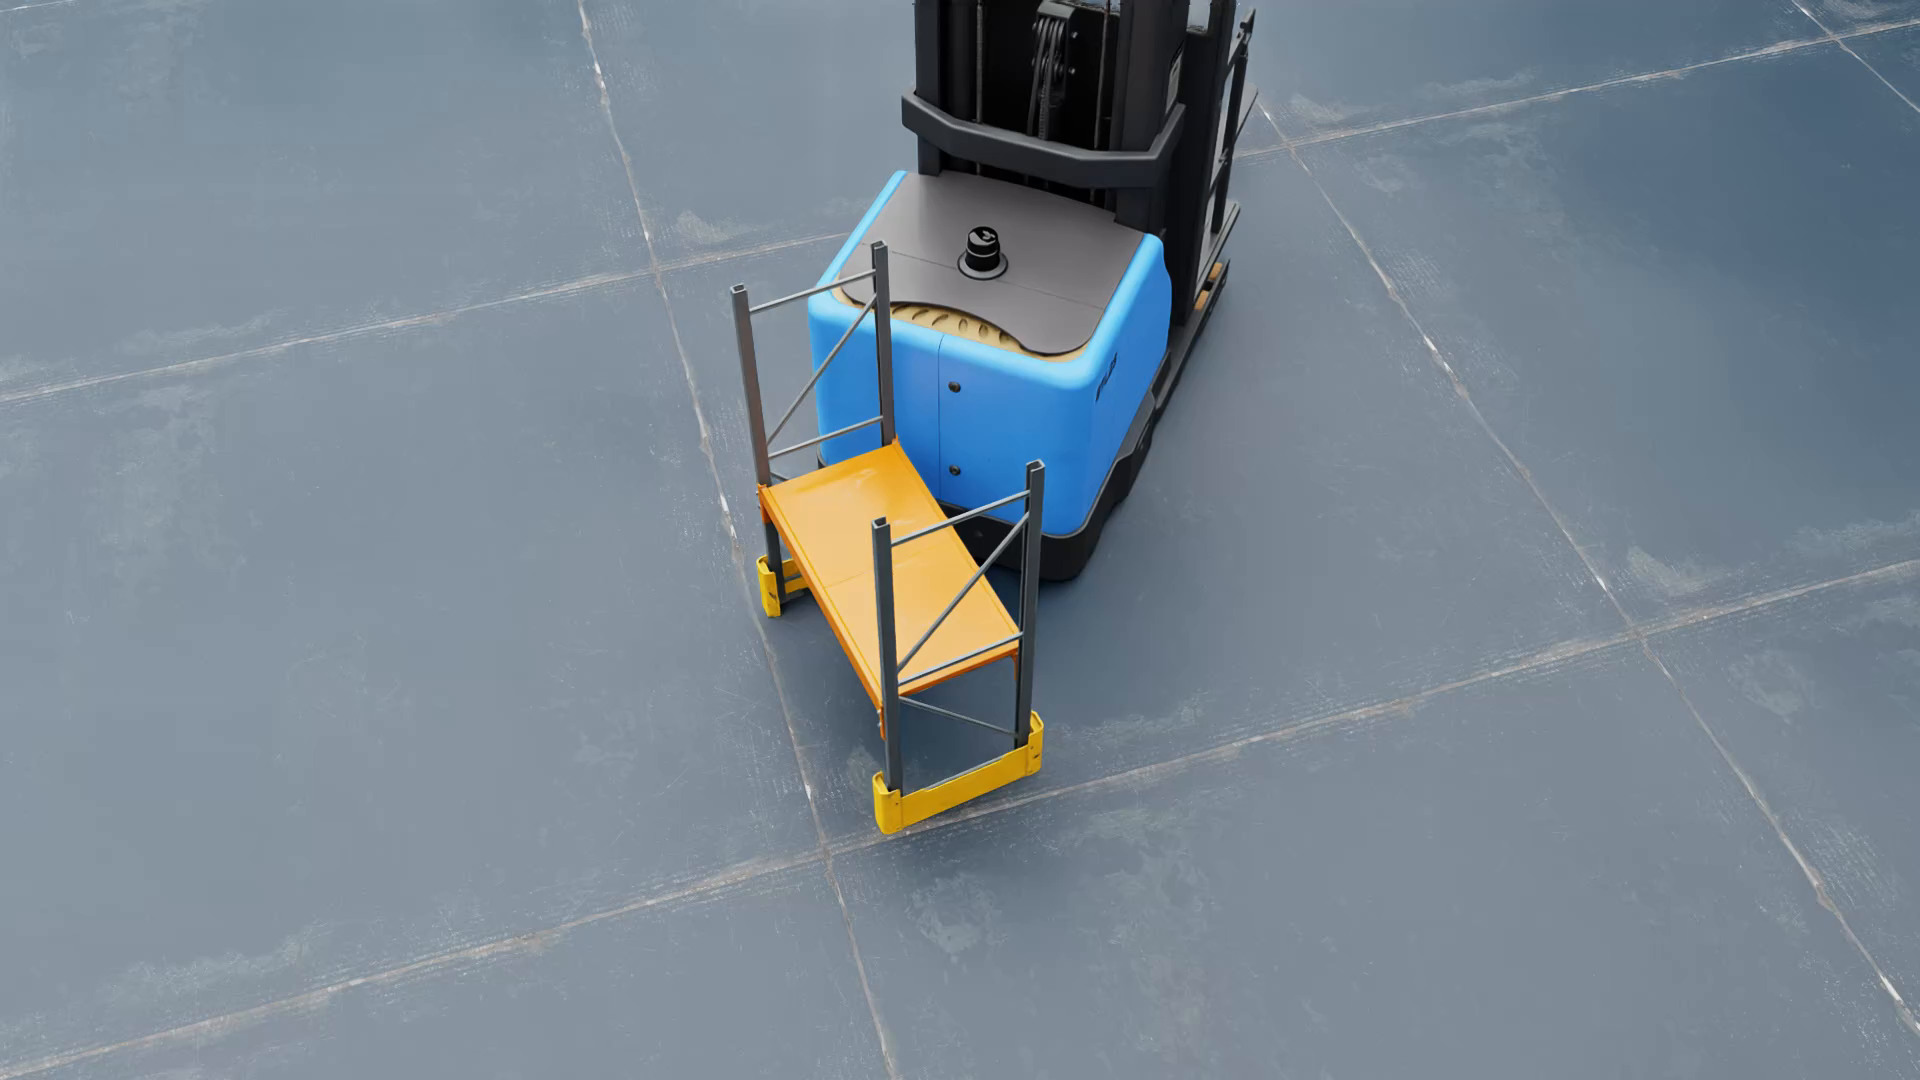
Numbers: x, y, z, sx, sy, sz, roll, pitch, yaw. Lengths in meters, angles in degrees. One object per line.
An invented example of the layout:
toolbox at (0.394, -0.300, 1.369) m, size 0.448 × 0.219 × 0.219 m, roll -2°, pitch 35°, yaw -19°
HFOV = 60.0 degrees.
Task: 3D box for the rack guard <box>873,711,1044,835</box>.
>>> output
rack guard at (-0.003, 0.762, 5.444) m, size 0.587 × 0.250 × 0.087 m, roll -21°, pitch 53°, yaw -17°

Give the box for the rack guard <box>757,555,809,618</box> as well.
rack guard at (-0.442, 0.078, 6.021) m, size 0.587 × 0.250 × 0.087 m, roll -21°, pitch 53°, yaw -17°

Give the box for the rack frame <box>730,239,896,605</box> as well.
rack frame at (-0.451, -0.338, 5.554) m, size 0.500 × 1.500 × 0.032 m, roll -21°, pitch 53°, yaw -17°

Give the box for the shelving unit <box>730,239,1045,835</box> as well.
shelving unit at (-0.222, 0.017, 5.255) m, size 0.587 × 1.500 × 1.083 m, roll -21°, pitch 53°, yaw -17°

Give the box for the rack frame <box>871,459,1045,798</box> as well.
rack frame at (-0.002, 0.360, 4.966) m, size 0.500 × 1.500 × 0.032 m, roll -21°, pitch 53°, yaw -17°

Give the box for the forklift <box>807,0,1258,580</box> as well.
forklift at (0.500, -1.949, 5.976) m, size 1.130 × 2.935 × 3.031 m, roll 17°, pitch 52°, yaw 14°

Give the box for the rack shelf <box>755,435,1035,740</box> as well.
rack shelf at (-0.226, 0.127, 5.397) m, size 0.538 × 0.185 × 1.000 m, roll -21°, pitch 53°, yaw -17°
